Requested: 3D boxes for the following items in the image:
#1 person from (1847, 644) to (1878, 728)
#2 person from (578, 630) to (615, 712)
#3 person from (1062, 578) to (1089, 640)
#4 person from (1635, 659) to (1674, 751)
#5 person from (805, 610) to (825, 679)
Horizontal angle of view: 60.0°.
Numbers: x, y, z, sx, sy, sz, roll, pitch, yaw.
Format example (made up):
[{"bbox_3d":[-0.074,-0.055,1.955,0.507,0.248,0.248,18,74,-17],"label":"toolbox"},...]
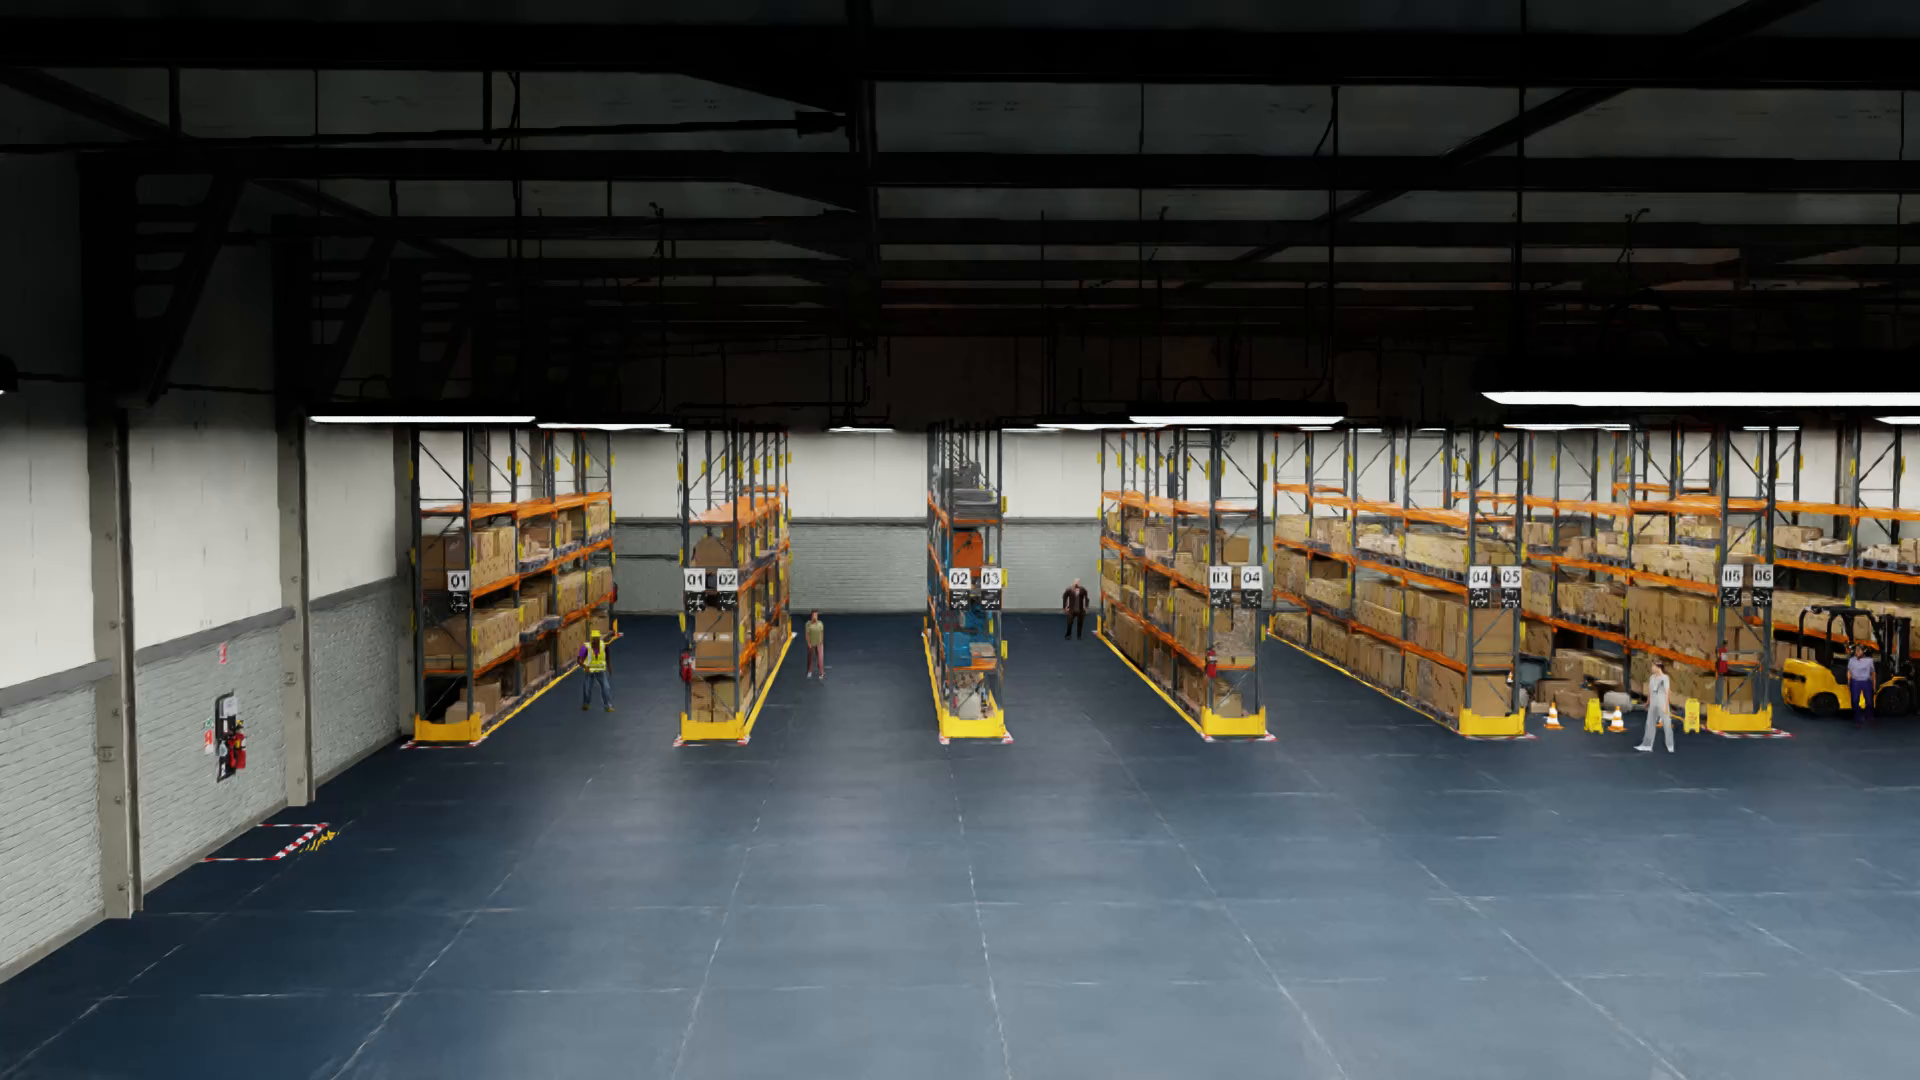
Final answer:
[{"bbox_3d":[17.614,2.833,32.443,0.547,1.634,0.548,2,4,34],"label":"person"},{"bbox_3d":[-7.504,2.678,34.195,0.708,1.703,0.843,-1,4,-19],"label":"person"},{"bbox_3d":[3.199,1.910,46.121,0.729,1.734,0.546,0,4,-3],"label":"person"},{"bbox_3d":[12.550,2.971,29.928,0.621,1.666,0.577,-2,4,-23],"label":"person"},{"bbox_3d":[-3.401,2.422,38.798,0.446,1.604,1.018,-1,4,-11],"label":"person"}]
